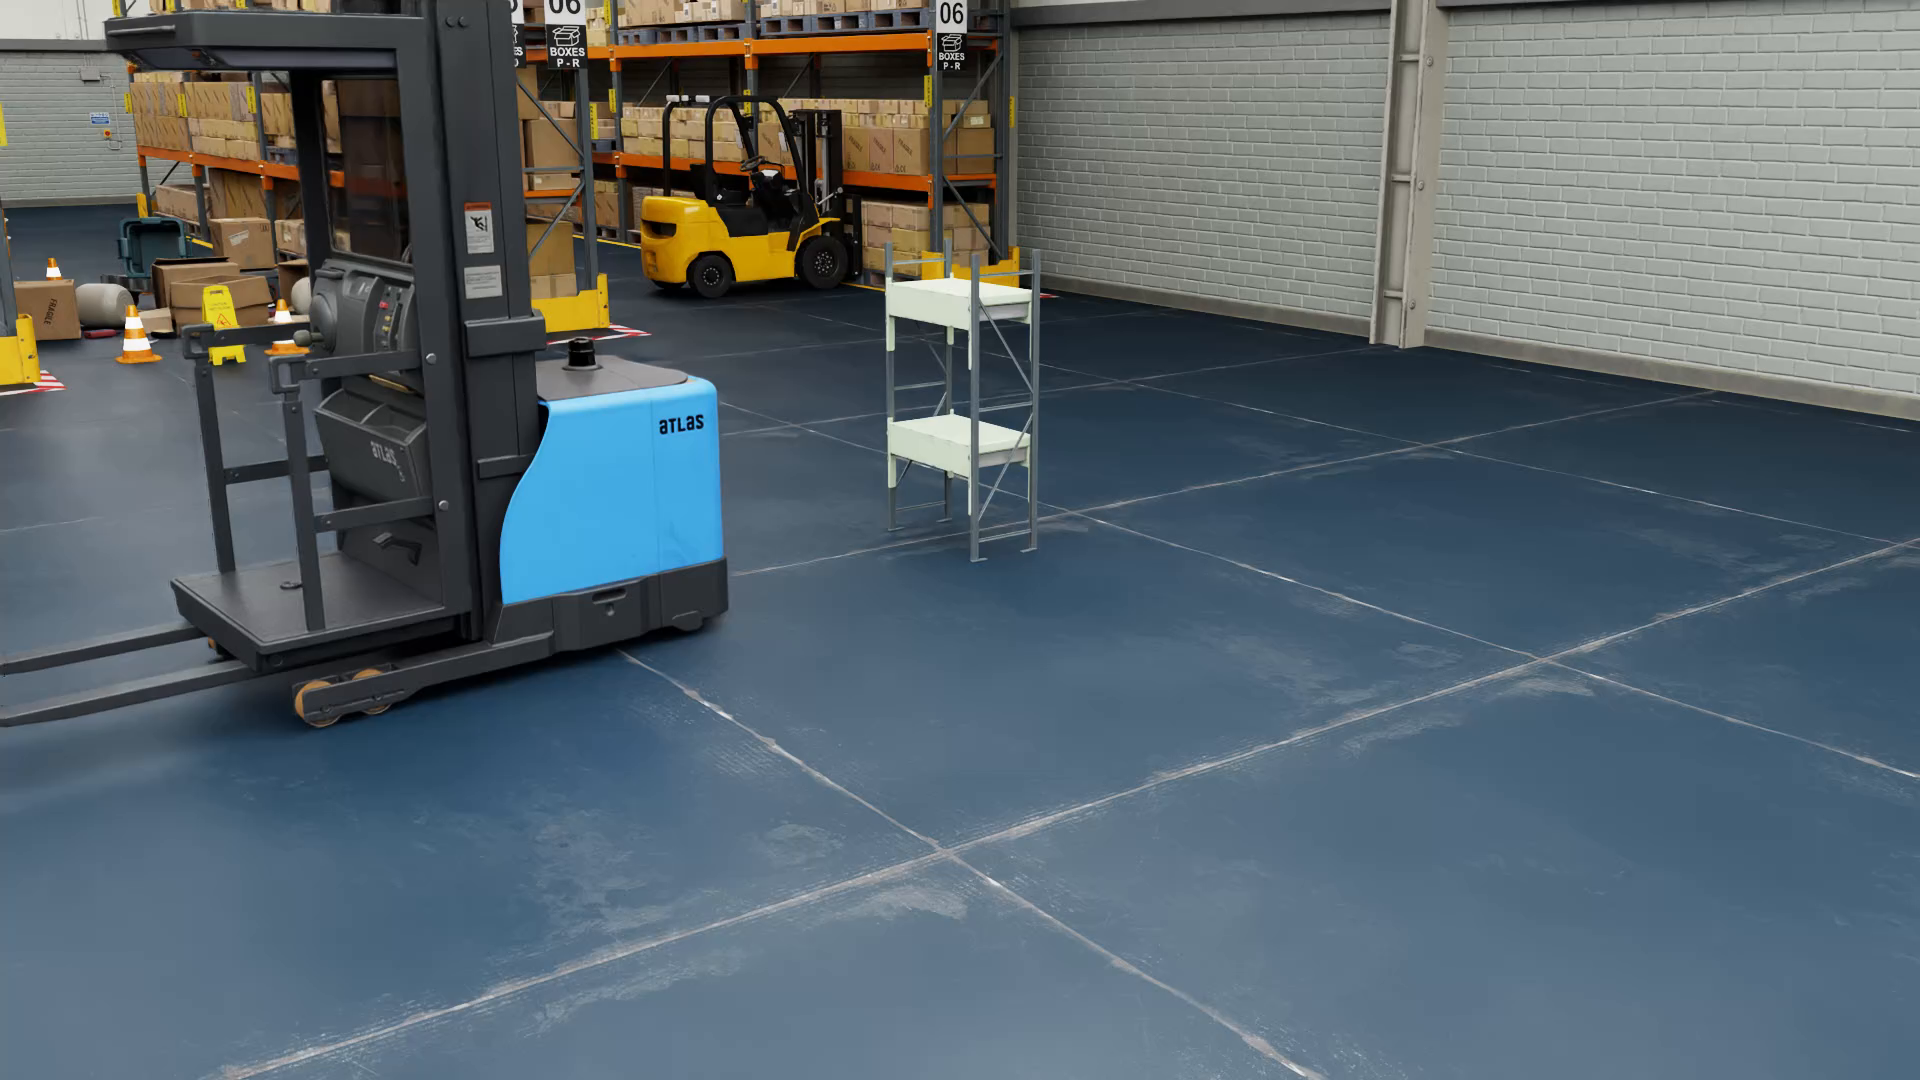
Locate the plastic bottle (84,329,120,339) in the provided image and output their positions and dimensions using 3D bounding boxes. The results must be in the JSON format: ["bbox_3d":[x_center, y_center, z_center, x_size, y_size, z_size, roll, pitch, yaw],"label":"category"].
[{"bbox_3d":[-7.989,-1.925,15.493,0.133,0.061,0.283,10,18,33],"label":"plastic bottle"}]

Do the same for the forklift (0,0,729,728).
[{"bbox_3d":[-2.452,-0.886,6.260,3.031,2.935,1.130,-13,20,-39],"label":"forklift"}]

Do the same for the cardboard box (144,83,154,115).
[{"bbox_3d":[-12.640,-7.024,26.473,0.500,0.500,0.500,-11,19,-35],"label":"cardboard box"}]

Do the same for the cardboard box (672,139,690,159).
[{"bbox_3d":[-3.627,-5.388,22.864,0.500,0.250,0.500,-10,18,-33],"label":"cardboard box"}]

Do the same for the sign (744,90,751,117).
[{"bbox_3d":[-2.675,-5.501,20.949,0.100,0.325,0.005,-11,19,-35],"label":"sign"}]

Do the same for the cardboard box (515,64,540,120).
[{"bbox_3d":[-4.380,-4.191,15.558,0.700,0.500,0.500,-11,19,-36],"label":"cardboard box"}]

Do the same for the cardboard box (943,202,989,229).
[{"bbox_3d":[-0.019,-3.703,18.944,0.500,0.250,0.500,-11,19,-35],"label":"cardboard box"}]

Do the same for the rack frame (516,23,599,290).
[{"bbox_3d":[-3.903,-3.441,15.468,1.000,3.000,0.127,-11,19,-35],"label":"rack frame"}]

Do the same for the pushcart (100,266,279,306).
[{"bbox_3d":[-8.069,-2.666,17.603,0.936,0.377,1.648,10,18,33],"label":"pushcart"}]

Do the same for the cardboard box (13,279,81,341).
[{"bbox_3d":[-8.456,-2.129,15.403,0.500,0.500,0.500,-7,17,-25],"label":"cardboard box"}]

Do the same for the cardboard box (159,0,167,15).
[{"bbox_3d":[-11.777,-8.034,25.386,0.797,0.503,0.637,-9,18,-30],"label":"cardboard box"}]

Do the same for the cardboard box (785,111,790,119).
[{"bbox_3d":[-1.938,-5.213,20.521,0.380,0.149,0.250,-11,19,-35],"label":"cardboard box"}]

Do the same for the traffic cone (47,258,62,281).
[{"bbox_3d":[-9.766,-2.803,17.940,0.336,0.463,0.334,-11,19,-35],"label":"traffic cone"}]

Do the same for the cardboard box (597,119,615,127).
[{"bbox_3d":[-5.476,-6.226,25.131,0.500,0.250,0.500,-12,19,-37],"label":"cardboard box"}]

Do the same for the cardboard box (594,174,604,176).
[{"bbox_3d":[-5.897,-5.827,26.896,0.380,0.149,0.250,-10,18,-33],"label":"cardboard box"}]

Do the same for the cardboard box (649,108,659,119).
[{"bbox_3d":[-4.151,-6.007,23.423,0.380,0.149,0.250,-11,19,-34],"label":"cardboard box"}]

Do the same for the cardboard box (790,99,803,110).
[{"bbox_3d":[-1.842,-5.291,20.246,0.380,0.149,0.250,-10,18,-33],"label":"cardboard box"}]

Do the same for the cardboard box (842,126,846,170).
[{"bbox_3d":[-1.295,-4.652,19.703,0.500,0.500,0.500,-11,19,-34],"label":"cardboard box"}]

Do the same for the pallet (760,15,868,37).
[{"bbox_3d":[-1.719,-6.293,20.372,1.003,0.211,1.213,-11,19,-35],"label":"pallet"}]

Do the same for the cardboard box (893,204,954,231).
[{"bbox_3d":[-0.413,-3.621,18.644,0.500,0.250,0.500,-10,18,-33],"label":"cardboard box"}]

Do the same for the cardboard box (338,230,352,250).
[{"bbox_3d":[-6.990,-3.495,19.847,0.950,0.372,0.625,-10,18,-31],"label":"cardboard box"}]

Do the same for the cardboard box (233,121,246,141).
[{"bbox_3d":[-9.401,-5.491,22.295,0.500,0.250,0.500,-11,19,-36],"label":"cardboard box"}]

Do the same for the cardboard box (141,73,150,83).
[{"bbox_3d":[-12.884,-7.411,26.659,0.380,0.149,0.250,-12,19,-36],"label":"cardboard box"}]

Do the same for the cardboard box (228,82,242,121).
[{"bbox_3d":[-9.430,-5.858,22.215,0.500,0.500,0.500,-10,18,-34],"label":"cardboard box"}]

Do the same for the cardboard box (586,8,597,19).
[{"bbox_3d":[-5.301,-7.780,24.603,0.380,0.149,0.250,-12,19,-36],"label":"cardboard box"}]

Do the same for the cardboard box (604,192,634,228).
[{"bbox_3d":[-5.016,-4.975,25.010,0.500,0.500,0.500,-10,18,-33],"label":"cardboard box"}]

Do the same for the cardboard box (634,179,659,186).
[{"bbox_3d":[-4.783,-5.451,25.522,0.380,0.149,0.250,-10,18,-33],"label":"cardboard box"}]

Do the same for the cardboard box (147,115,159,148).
[{"bbox_3d":[-12.656,-6.544,26.615,0.500,0.500,0.500,-11,19,-35],"label":"cardboard box"}]

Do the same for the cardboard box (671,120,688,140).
[{"bbox_3d":[-3.623,-5.630,22.802,0.500,0.250,0.500,-11,19,-34],"label":"cardboard box"}]

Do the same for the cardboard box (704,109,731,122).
[{"bbox_3d":[-3.152,-5.615,21.990,0.380,0.149,0.250,-12,19,-36],"label":"cardboard box"}]

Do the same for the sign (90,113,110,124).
[{"bbox_3d":[-16.720,-8.194,32.322,0.327,0.218,0.001,-11,19,-35],"label":"sign"}]

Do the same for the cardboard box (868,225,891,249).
[{"bbox_3d":[-0.715,-3.494,19.127,0.500,0.250,0.500,-11,19,-35],"label":"cardboard box"}]

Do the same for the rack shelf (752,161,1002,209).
[{"bbox_3d":[-1.066,-4.293,19.941,1.077,0.370,4.000,-11,19,-35],"label":"rack shelf"}]

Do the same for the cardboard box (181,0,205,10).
[{"bbox_3d":[-10.675,-7.468,23.513,0.500,0.500,0.500,-11,19,-36],"label":"cardboard box"}]

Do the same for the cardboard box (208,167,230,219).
[{"bbox_3d":[-10.529,-5.062,24.617,0.875,0.875,0.875,-10,18,-33],"label":"cardboard box"}]

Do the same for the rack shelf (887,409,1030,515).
[{"bbox_3d":[0.004,-0.408,8.459,0.431,0.370,0.720,-11,19,-35],"label":"rack shelf"}]

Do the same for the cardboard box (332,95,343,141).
[{"bbox_3d":[-6.712,-4.753,18.711,0.500,0.500,0.500,-11,19,-36],"label":"cardboard box"}]

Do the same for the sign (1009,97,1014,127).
[{"bbox_3d":[0.563,-4.753,18.471,0.100,0.325,0.005,-11,19,-35],"label":"sign"}]

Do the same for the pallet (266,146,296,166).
[{"bbox_3d":[-8.101,-4.922,21.239,1.213,0.211,1.003,-11,19,-35],"label":"pallet"}]

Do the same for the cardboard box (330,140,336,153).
[{"bbox_3d":[-7.102,-4.553,19.208,0.380,0.149,0.250,-11,19,-35],"label":"cardboard box"}]

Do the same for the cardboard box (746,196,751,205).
[{"bbox_3d":[-2.558,-4.234,22.065,0.875,0.625,0.625,-10,18,-32],"label":"cardboard box"}]

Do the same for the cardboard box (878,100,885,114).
[{"bbox_3d":[-0.703,-4.925,18.908,0.380,0.149,0.250,-11,19,-34],"label":"cardboard box"}]

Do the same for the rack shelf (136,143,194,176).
[{"bbox_3d":[-12.134,-6.084,26.486,1.077,0.370,4.000,-11,19,-35],"label":"rack shelf"}]

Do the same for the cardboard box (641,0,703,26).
[{"bbox_3d":[-3.987,-7.382,23.009,0.700,0.500,0.500,-11,19,-36],"label":"cardboard box"}]

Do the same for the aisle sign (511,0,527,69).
[{"bbox_3d":[-4.101,-4.637,14.912,0.394,0.787,0.004,-11,19,-35],"label":"aisle sign"}]

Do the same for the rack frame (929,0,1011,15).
[{"bbox_3d":[0.110,-7.106,17.494,1.000,3.000,0.127,-11,19,-35],"label":"rack frame"}]

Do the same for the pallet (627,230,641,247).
[{"bbox_3d":[-4.141,-4.394,24.231,1.003,0.211,1.213,-11,19,-35],"label":"pallet"}]

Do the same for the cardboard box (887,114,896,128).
[{"bbox_3d":[-0.598,-4.719,18.718,0.380,0.149,0.250,-10,18,-34],"label":"cardboard box"}]

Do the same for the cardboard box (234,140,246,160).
[{"bbox_3d":[-9.427,-5.252,22.366,0.500,0.250,0.500,-10,18,-34],"label":"cardboard box"}]

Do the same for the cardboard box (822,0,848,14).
[{"bbox_3d":[-1.182,-6.382,19.349,0.797,0.503,0.637,-10,18,-33],"label":"cardboard box"}]

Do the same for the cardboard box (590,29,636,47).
[{"bbox_3d":[-5.092,-7.367,24.414,0.500,0.250,0.500,-12,19,-36],"label":"cardboard box"}]

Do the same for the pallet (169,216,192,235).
[{"bbox_3d":[-12.064,-5.094,26.789,1.003,0.211,1.213,-11,19,-35],"label":"pallet"}]

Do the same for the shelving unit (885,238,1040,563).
[{"bbox_3d":[0.004,-0.722,8.373,0.431,1.500,0.755,-11,19,-35],"label":"shelving unit"}]

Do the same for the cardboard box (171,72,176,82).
[{"bbox_3d":[-11.766,-7.043,25.314,0.380,0.149,0.250,-11,19,-35],"label":"cardboard box"}]
